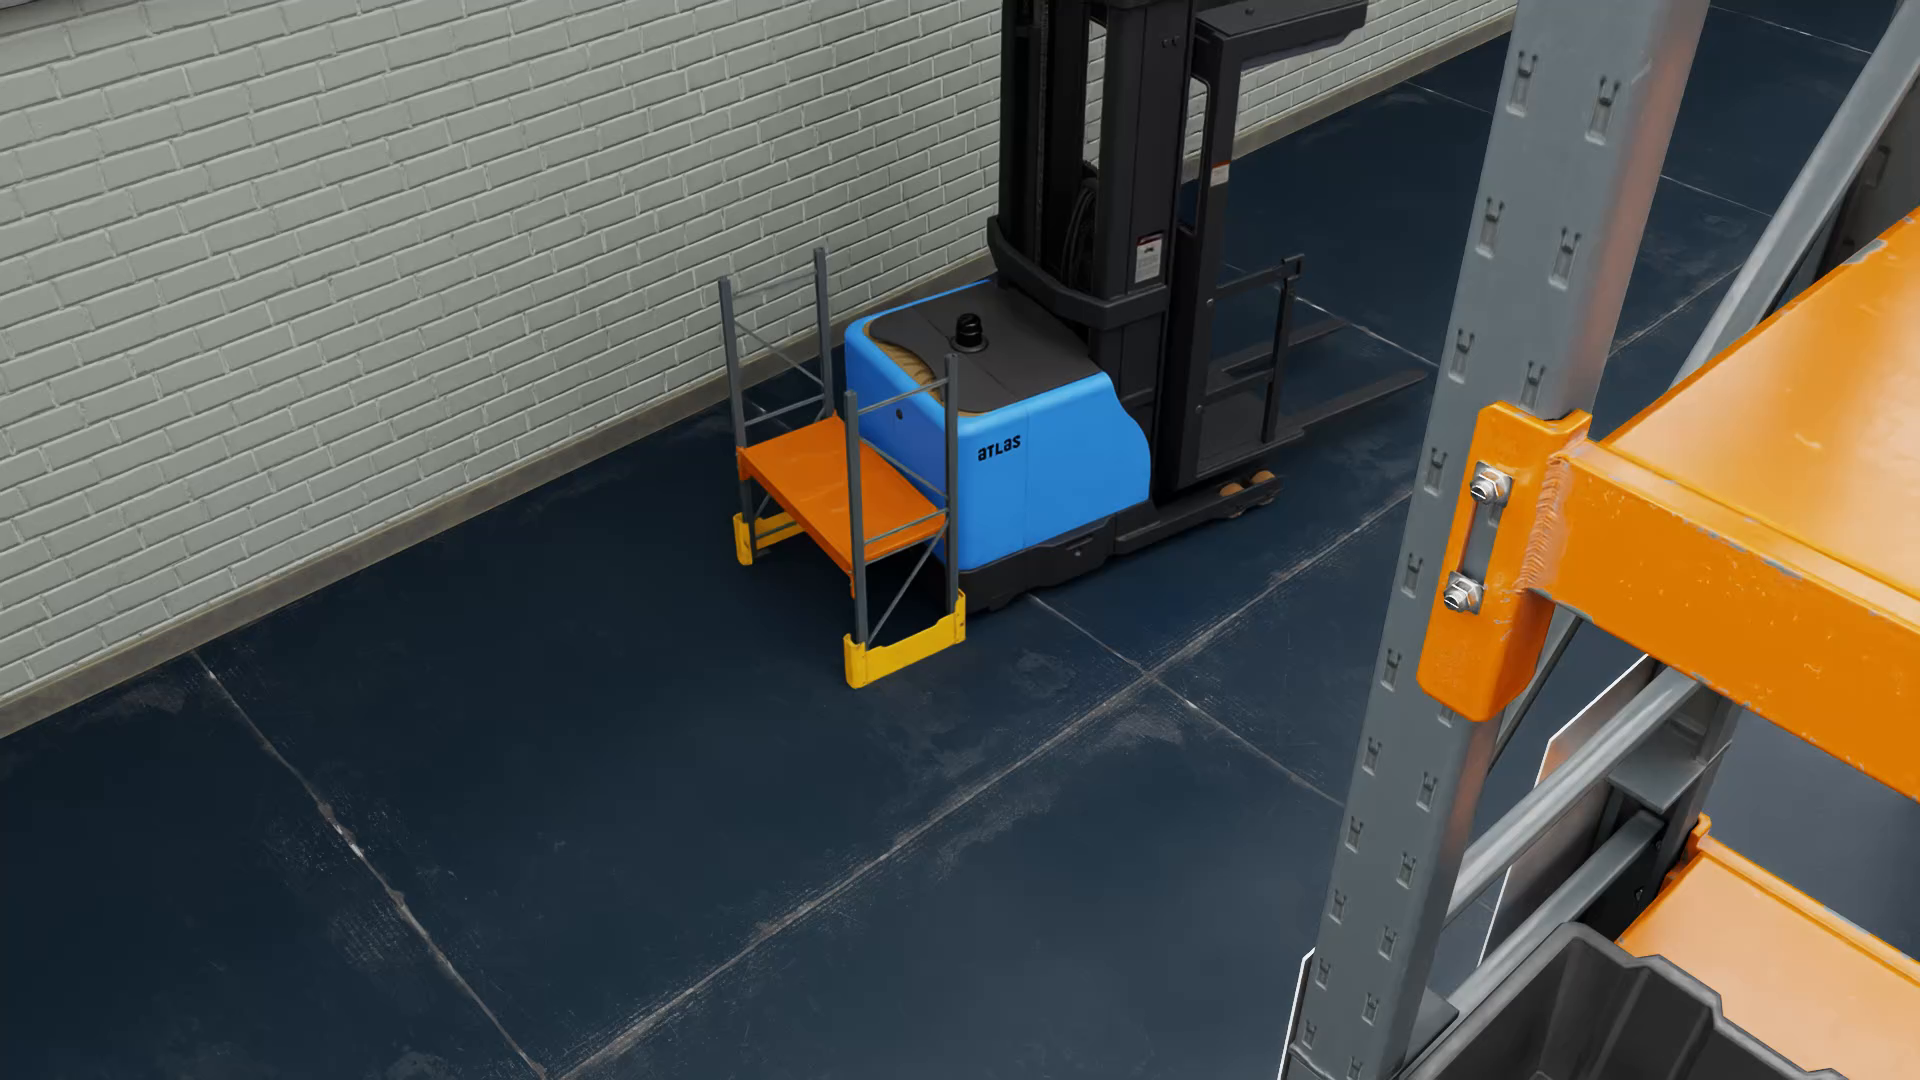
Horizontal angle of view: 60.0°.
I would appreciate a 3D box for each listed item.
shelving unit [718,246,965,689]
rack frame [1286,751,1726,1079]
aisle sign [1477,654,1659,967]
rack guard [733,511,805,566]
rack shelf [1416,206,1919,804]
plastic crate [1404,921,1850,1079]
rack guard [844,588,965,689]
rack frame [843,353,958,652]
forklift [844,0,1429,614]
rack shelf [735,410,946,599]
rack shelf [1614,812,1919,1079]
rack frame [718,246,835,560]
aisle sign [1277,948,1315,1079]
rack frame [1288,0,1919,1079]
[{"bbox_3d":[-0.513,-0.321,7.162,0.587,1.500,1.083,-23,44,-26],"label":"shelving unit"},{"bbox_3d":[0.866,1.694,3.474,1.000,3.000,0.127,-30,48,-32],"label":"rack frame"},{"bbox_3d":[1.033,0.524,2.852,0.394,0.787,0.004,-30,48,-32],"label":"aisle sign"},{"bbox_3d":[-0.791,-0.094,7.876,0.587,0.250,0.087,-23,44,-26],"label":"rack guard"},{"bbox_3d":[2.218,0.721,0.794,1.077,0.370,4.000,-30,48,-32],"label":"rack shelf"},{"bbox_3d":[0.921,0.874,2.205,0.497,0.269,0.590,-30,48,-32],"label":"plastic crate"},{"bbox_3d":[-0.235,0.425,7.233,0.587,0.250,0.087,-23,44,-26],"label":"rack guard"},{"bbox_3d":[-0.224,-0.051,6.828,0.500,1.500,0.032,-23,44,-26],"label":"rack frame"},{"bbox_3d":[0.987,-1.510,7.495,3.031,2.935,1.130,-21,44,-24],"label":"forklift"},{"bbox_3d":[-0.508,-0.176,7.269,0.538,0.185,1.000,-23,44,-26],"label":"rack shelf"},{"bbox_3d":[2.218,1.732,1.611,1.077,0.370,4.000,-30,48,-32],"label":"rack shelf"},{"bbox_3d":[-0.792,-0.581,7.484,0.500,1.500,0.032,-23,44,-26],"label":"rack frame"},{"bbox_3d":[0.598,0.775,2.542,0.394,0.787,0.004,-30,48,-32],"label":"aisle sign"},{"bbox_3d":[0.866,-0.640,1.589,1.000,3.000,0.127,-30,48,-32],"label":"rack frame"}]
